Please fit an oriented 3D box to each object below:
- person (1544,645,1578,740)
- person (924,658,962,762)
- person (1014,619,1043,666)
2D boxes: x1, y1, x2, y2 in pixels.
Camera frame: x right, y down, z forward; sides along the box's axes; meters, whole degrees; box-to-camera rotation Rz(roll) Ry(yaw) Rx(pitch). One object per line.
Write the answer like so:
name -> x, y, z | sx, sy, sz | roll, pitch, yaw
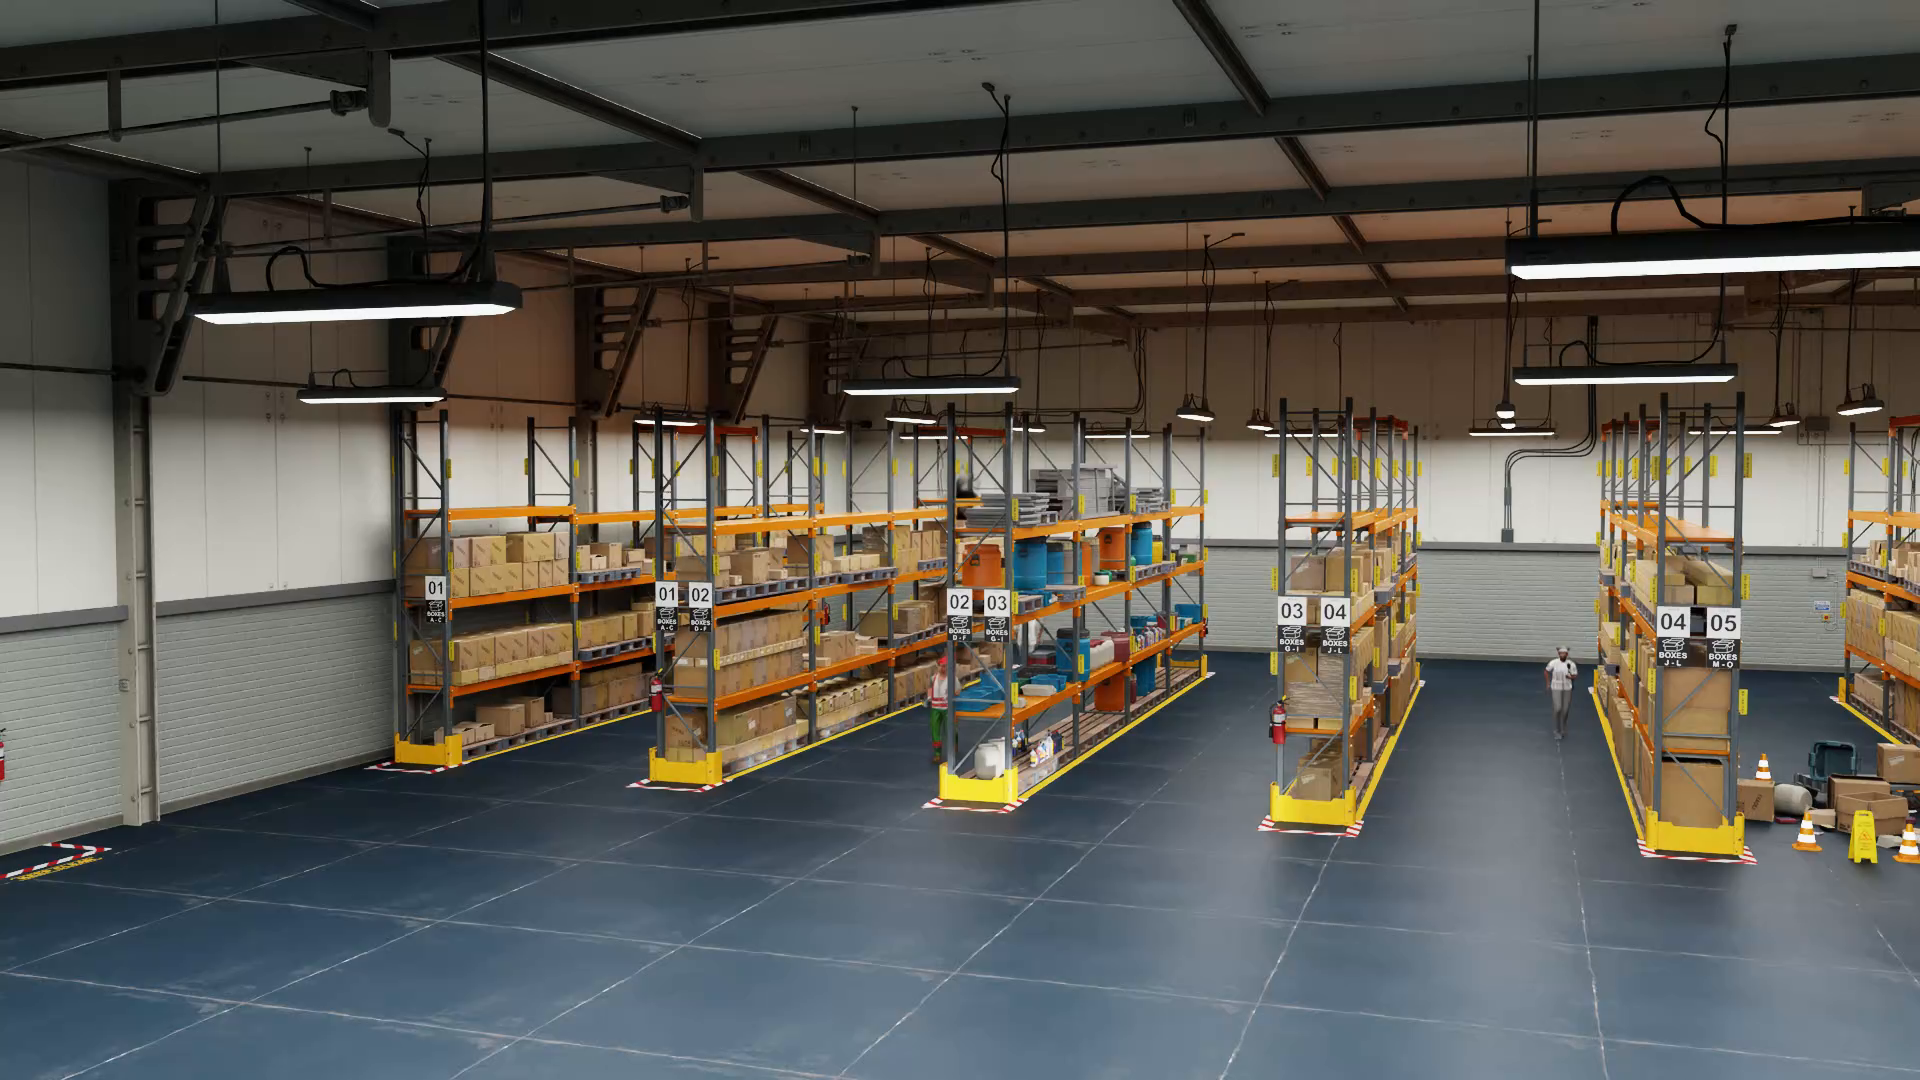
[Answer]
person -> 11.200, 2.830, 30.959 | 0.546, 1.758, 0.770 | 0, 2, 9
person -> -0.287, 2.900, 28.515 | 0.669, 1.759, 0.868 | 1, 3, 19
person -> 1.494, 2.362, 37.249 | 0.700, 1.771, 0.963 | 0, 2, 8
